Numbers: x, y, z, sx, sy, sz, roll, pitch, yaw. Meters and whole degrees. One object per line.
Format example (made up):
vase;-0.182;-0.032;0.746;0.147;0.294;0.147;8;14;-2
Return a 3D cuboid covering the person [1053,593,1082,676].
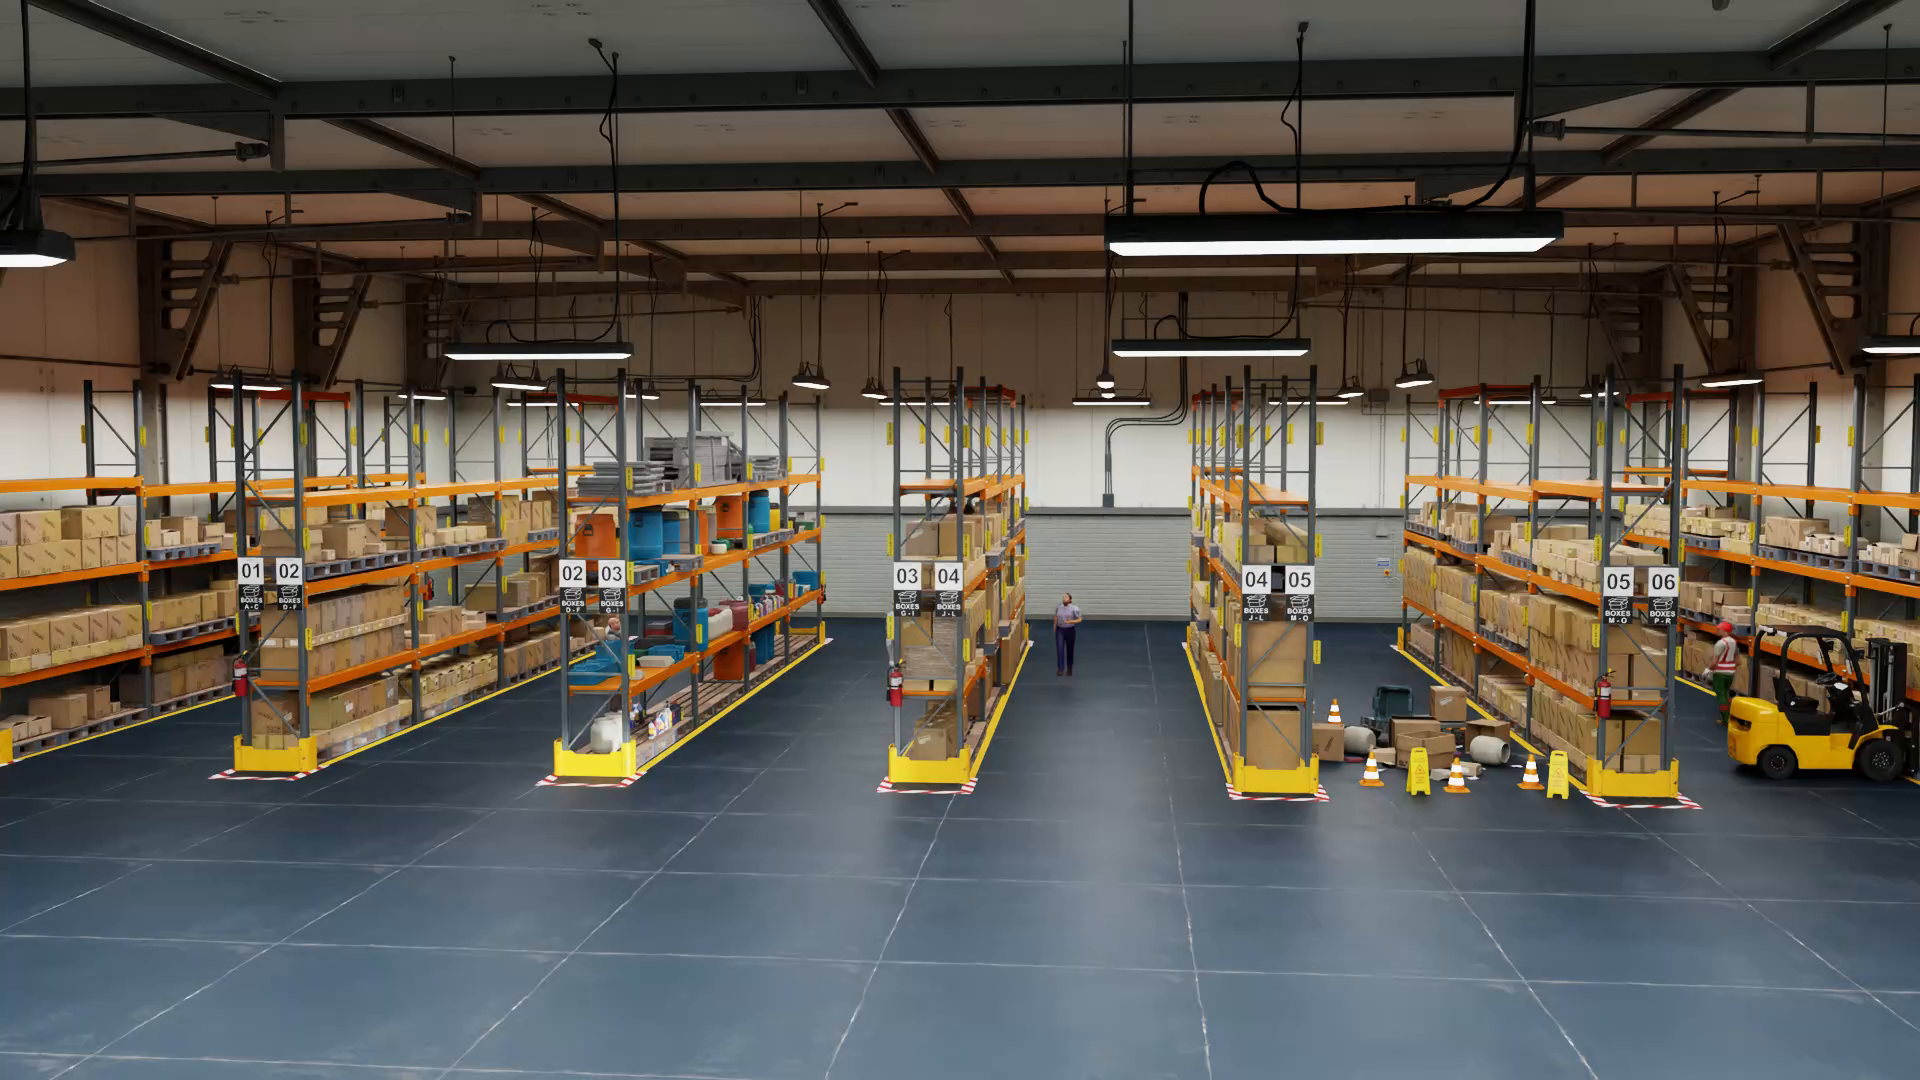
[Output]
person;2.130;1.901;33.047;0.597;1.686;0.978;0;4;8

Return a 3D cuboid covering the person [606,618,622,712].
person;-6.190;2.265;30.139;0.446;1.731;0.573;-1;4;-18

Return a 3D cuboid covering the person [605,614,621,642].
person;-6.842;2.210;32.921;0.389;1.492;0.906;1;4;11

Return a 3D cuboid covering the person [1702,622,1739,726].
person;13.175;2.318;28.733;0.616;1.822;0.542;0;4;-7

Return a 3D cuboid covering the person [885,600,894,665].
person;-1.295;2.024;34.587;0.532;1.582;1.013;0;4;4
